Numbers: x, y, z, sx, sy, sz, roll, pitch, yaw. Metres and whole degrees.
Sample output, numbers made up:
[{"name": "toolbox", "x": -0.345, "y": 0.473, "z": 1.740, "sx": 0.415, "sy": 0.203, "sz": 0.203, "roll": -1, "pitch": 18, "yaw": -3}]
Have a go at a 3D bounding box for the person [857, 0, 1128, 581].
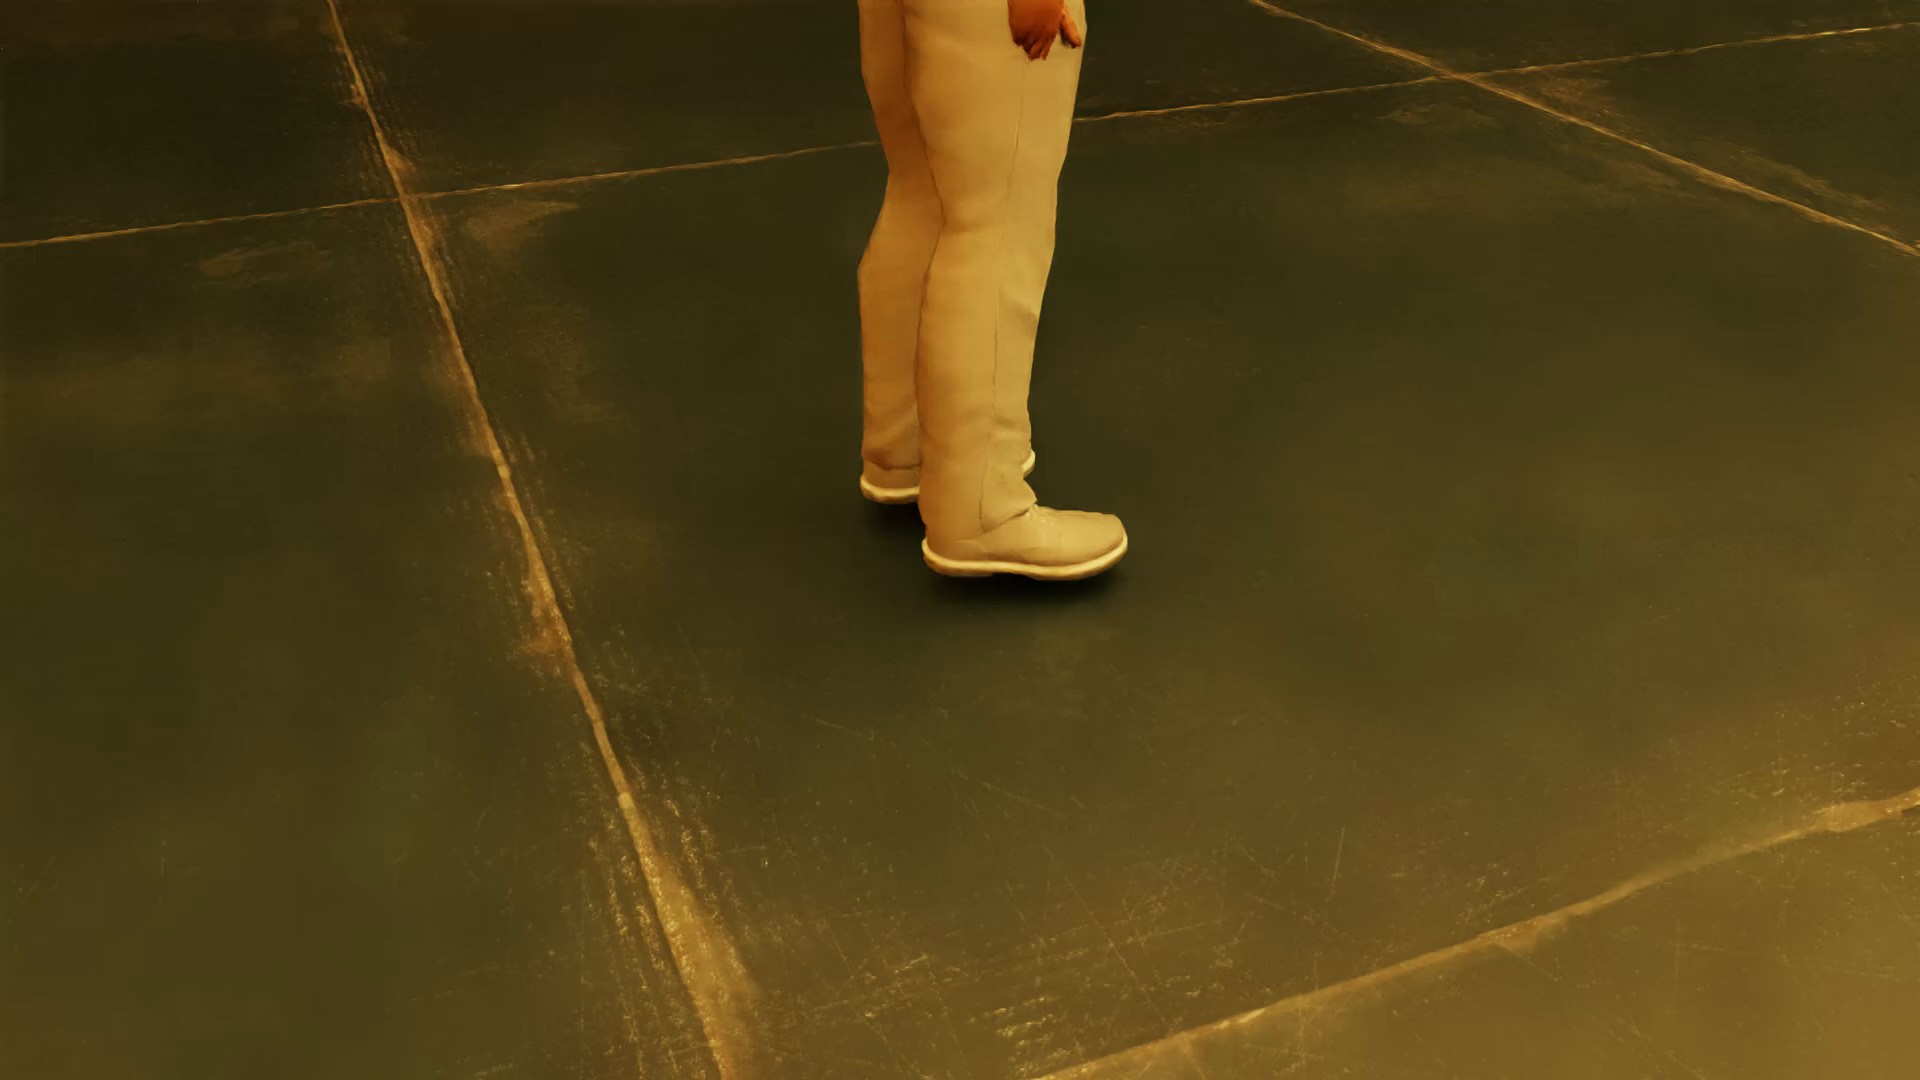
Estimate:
[{"name": "person", "x": 0.021, "y": -0.768, "z": 2.064, "sx": 0.338, "sy": 1.692, "sz": 0.446, "roll": -11, "pitch": 32, "yaw": -19}]
